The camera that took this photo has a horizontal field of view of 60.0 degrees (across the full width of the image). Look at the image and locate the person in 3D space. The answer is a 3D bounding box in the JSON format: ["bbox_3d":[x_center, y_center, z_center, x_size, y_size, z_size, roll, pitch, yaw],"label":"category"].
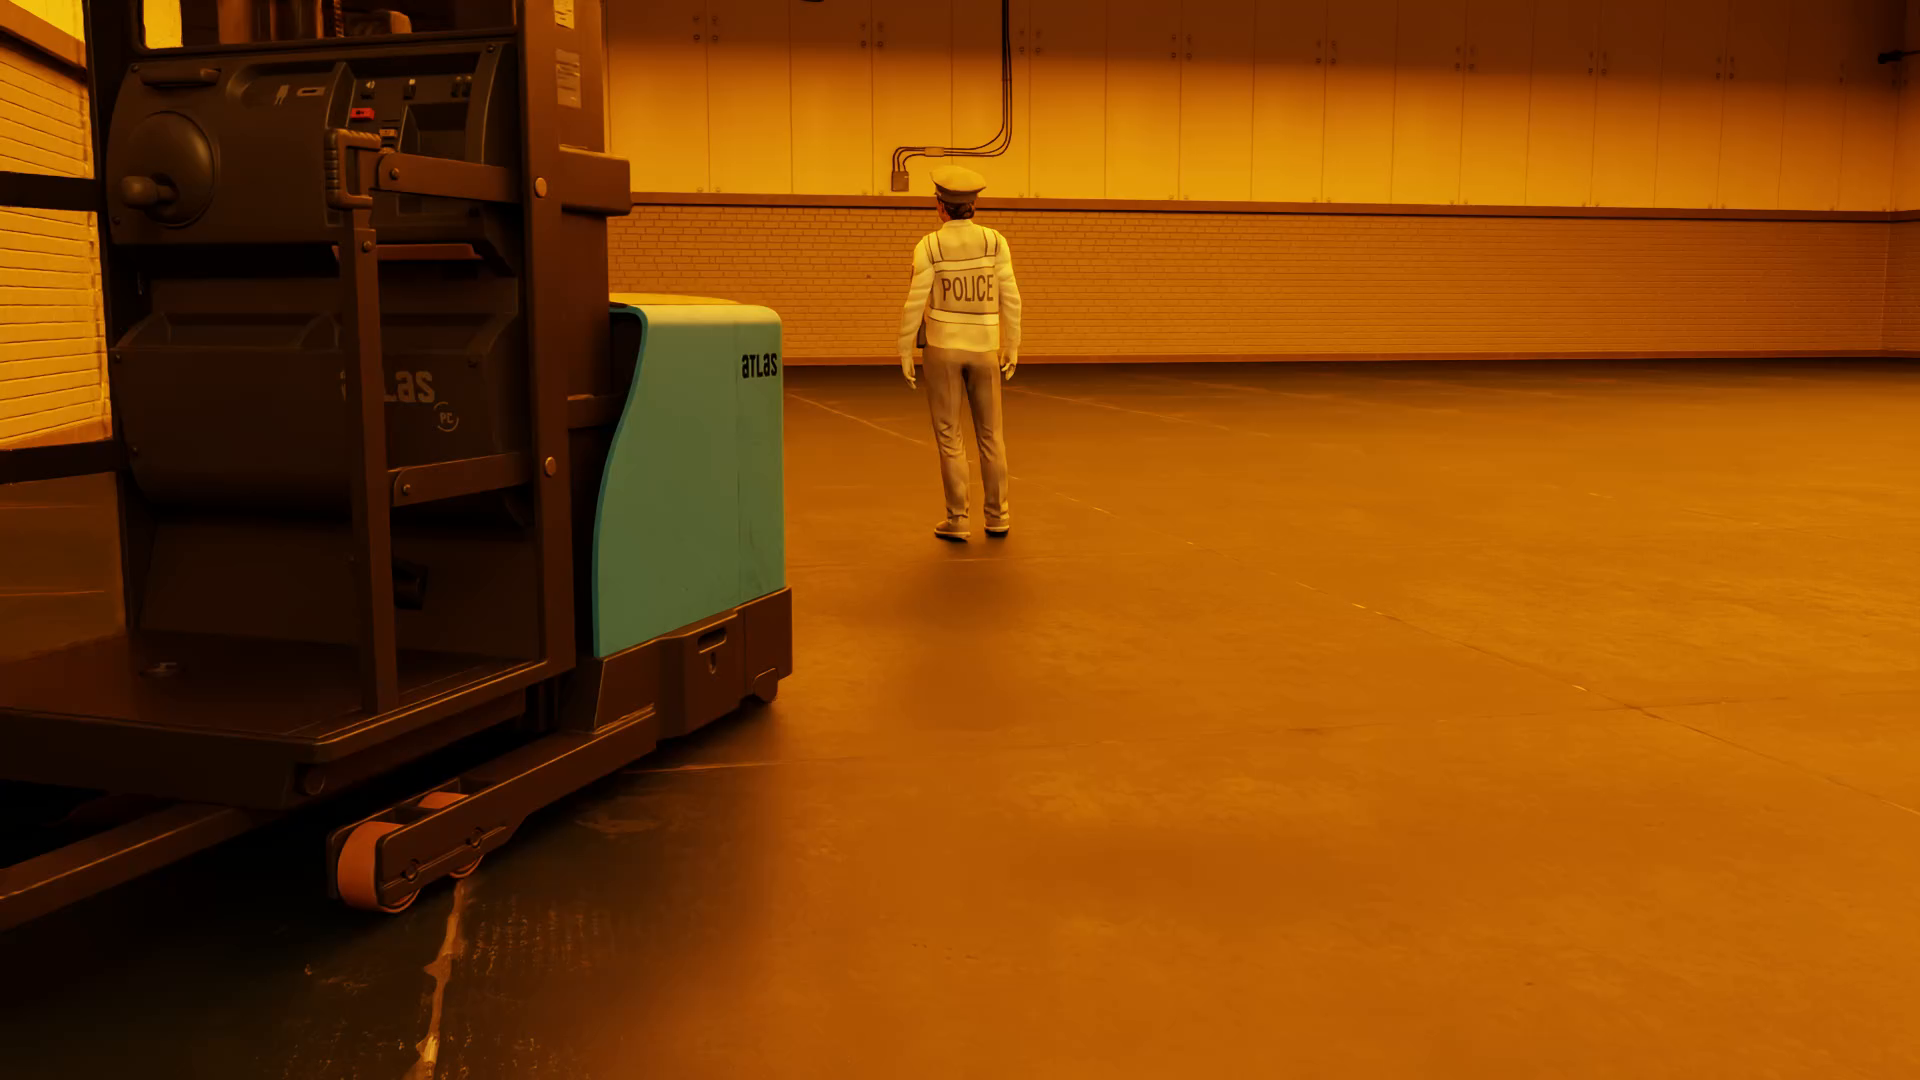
[{"bbox_3d":[-0.010,-0.856,7.656,0.587,1.695,0.531,-2,8,-13],"label":"person"}]

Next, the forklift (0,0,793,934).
[{"bbox_3d":[-1.412,-0.848,3.197,1.130,2.935,3.031,3,8,18],"label":"forklift"}]
